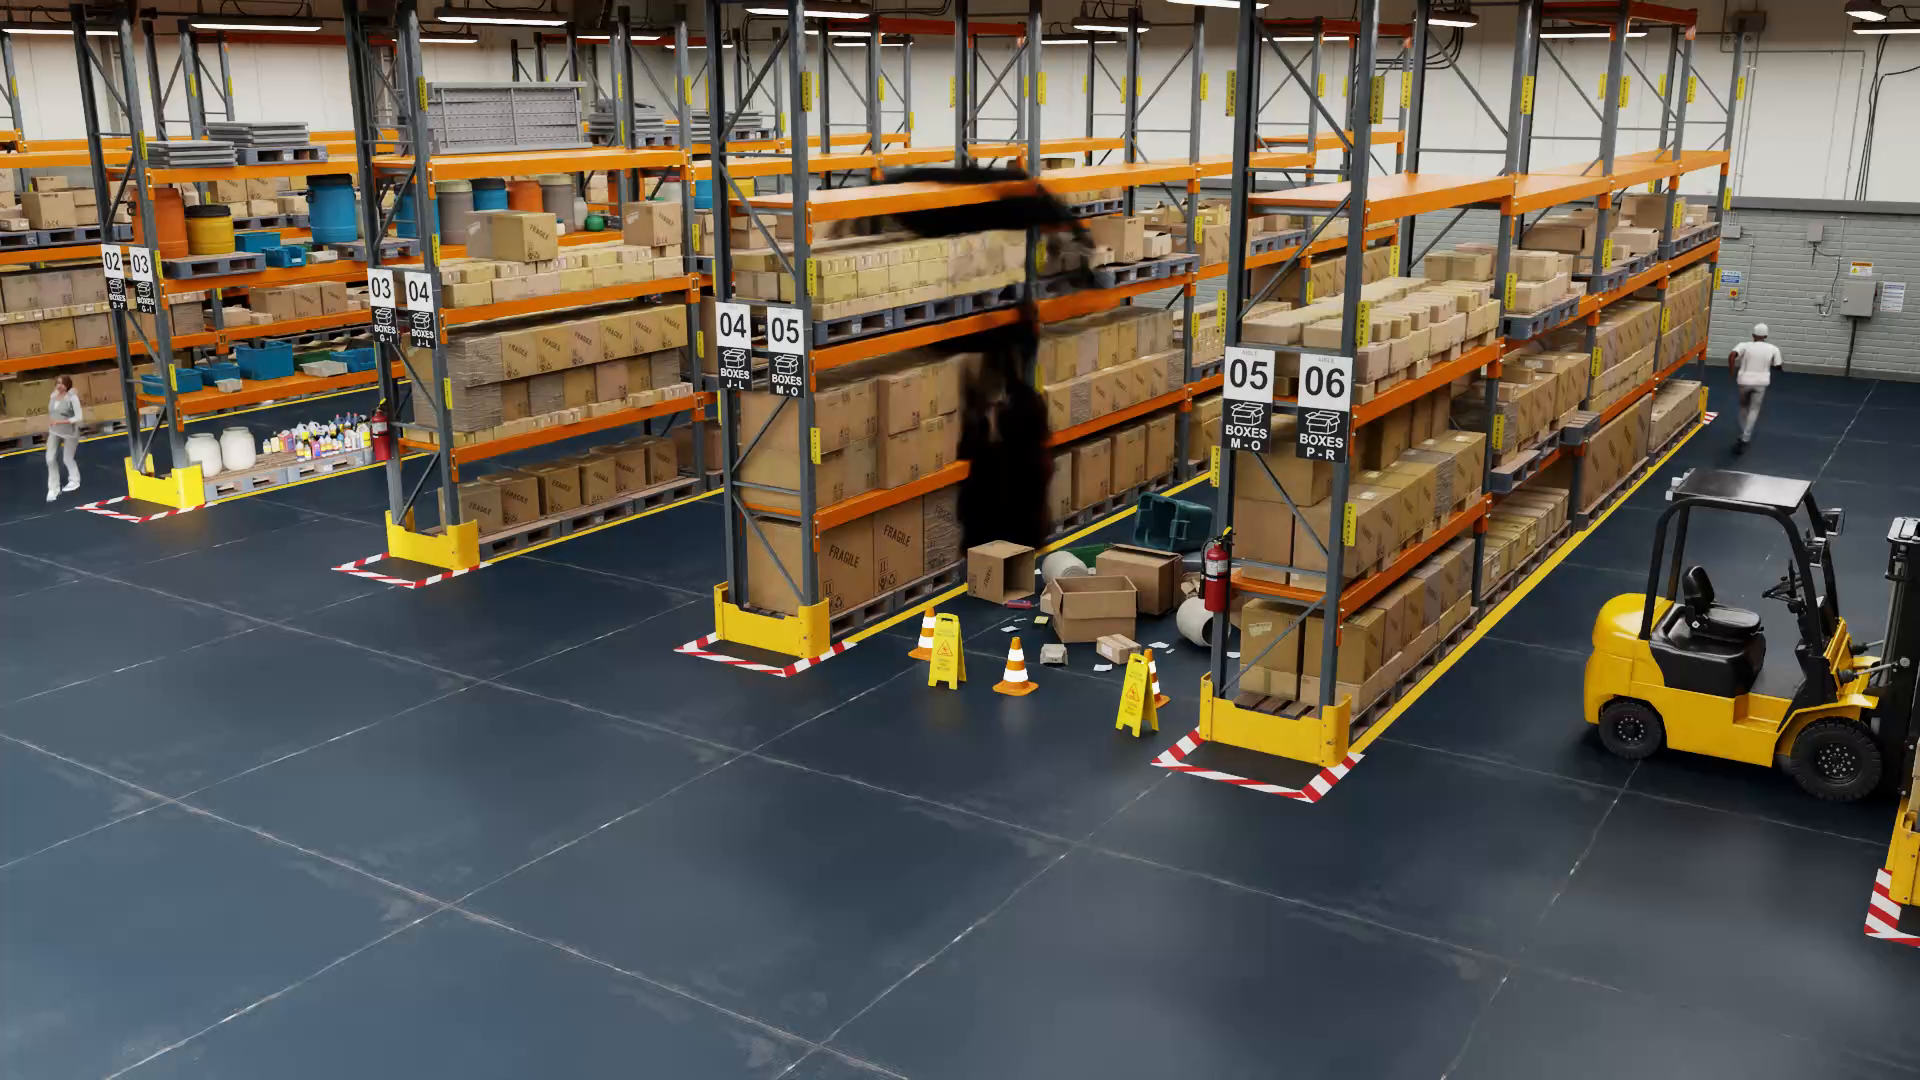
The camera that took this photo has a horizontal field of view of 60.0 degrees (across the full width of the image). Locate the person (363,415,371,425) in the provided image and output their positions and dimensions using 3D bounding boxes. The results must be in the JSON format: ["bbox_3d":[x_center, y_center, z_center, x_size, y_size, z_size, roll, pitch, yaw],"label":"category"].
[{"bbox_3d":[-3.279,-2.256,24.058,9.149,1.585,5.360,7,17,24],"label":"person"}]

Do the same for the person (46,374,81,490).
[{"bbox_3d":[-11.291,-1.377,20.980,0.476,1.462,0.646,0,16,-1],"label":"person"}]

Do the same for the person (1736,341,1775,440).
[{"bbox_3d":[11.281,-2.117,23.702,0.441,1.416,0.748,9,18,29],"label":"person"}]
